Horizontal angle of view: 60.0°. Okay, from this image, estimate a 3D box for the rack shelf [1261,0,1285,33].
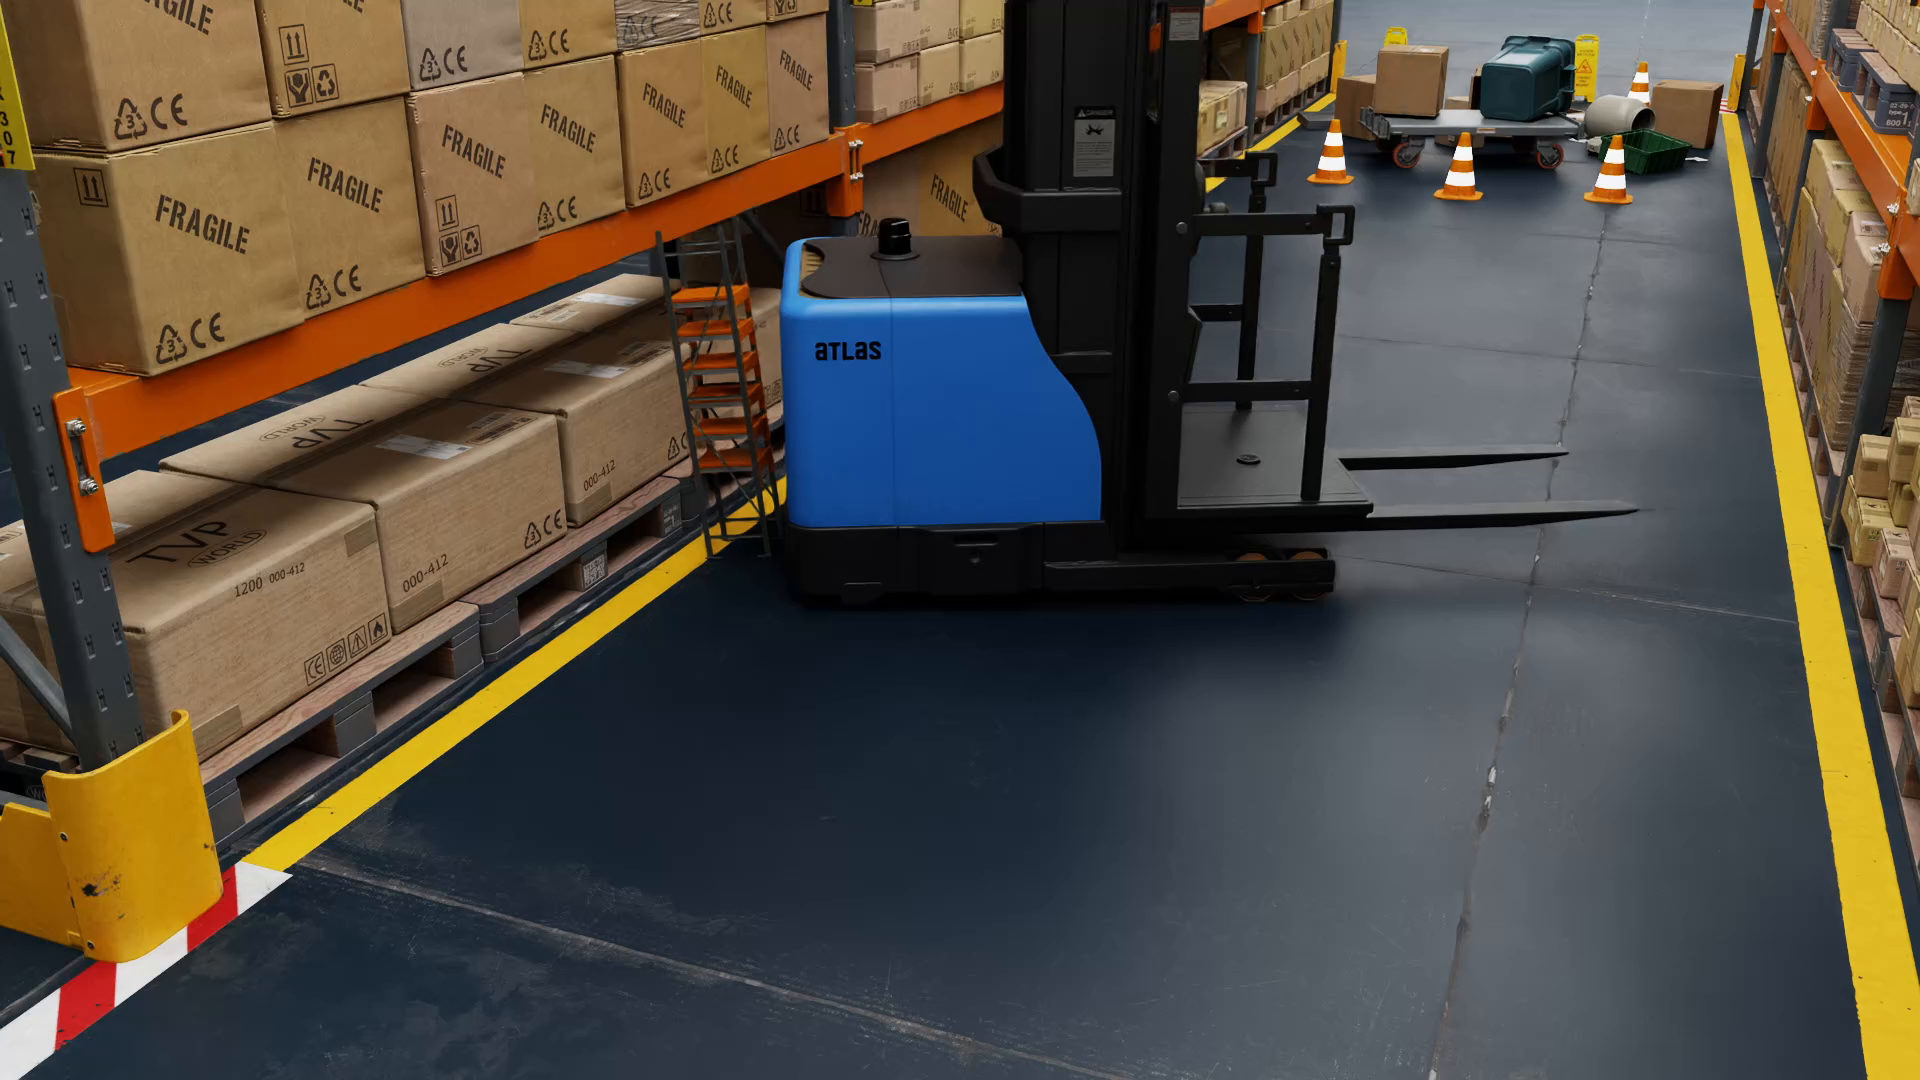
[{"bbox_3d":[2.792,-5.219,15.786,1.077,0.370,4.000,9,24,20],"label":"rack shelf"}]

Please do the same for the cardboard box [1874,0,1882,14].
[{"bbox_3d":[4.636,-2.609,7.999,0.380,0.149,0.250,8,24,18],"label":"cardboard box"}]

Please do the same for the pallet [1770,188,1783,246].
[{"bbox_3d":[6.015,-2.151,11.126,1.003,0.211,1.213,9,24,20],"label":"pallet"}]

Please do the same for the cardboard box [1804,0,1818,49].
[{"bbox_3d":[5.302,-3.155,9.783,0.500,0.500,0.500,9,24,20],"label":"cardboard box"}]

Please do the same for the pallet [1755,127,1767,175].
[{"bbox_3d":[7.038,-3.137,13.486,1.003,0.211,1.213,9,24,20],"label":"pallet"}]

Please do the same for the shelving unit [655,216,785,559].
[{"bbox_3d":[-0.846,-0.528,5.923,0.258,1.200,0.189,-2,20,11],"label":"shelving unit"}]

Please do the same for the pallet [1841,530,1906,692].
[{"bbox_3d":[3.495,0.232,5.420,1.003,0.211,1.213,9,24,20],"label":"pallet"}]

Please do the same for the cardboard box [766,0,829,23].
[{"bbox_3d":[-0.841,-2.272,6.370,0.500,0.500,0.500,9,24,20],"label":"cardboard box"}]

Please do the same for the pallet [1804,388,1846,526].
[{"bbox_3d":[3.999,-0.292,6.675,1.003,0.211,1.213,9,24,20],"label":"pallet"}]

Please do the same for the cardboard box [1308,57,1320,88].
[{"bbox_3d":[3.285,-4.680,16.584,0.500,0.250,0.500,9,24,20],"label":"cardboard box"}]

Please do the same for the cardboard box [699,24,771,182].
[{"bbox_3d":[-1.043,-1.631,6.134,0.500,0.500,0.500,8,24,19],"label":"cardboard box"}]

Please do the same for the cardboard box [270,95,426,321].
[{"bbox_3d":[-1.801,-0.903,4.390,0.500,0.500,0.500,8,24,19],"label":"cardboard box"}]

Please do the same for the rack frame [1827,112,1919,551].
[{"bbox_3d":[3.711,-1.300,5.470,1.000,3.000,0.127,9,24,20],"label":"rack frame"}]

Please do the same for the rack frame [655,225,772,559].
[{"bbox_3d":[-0.861,-0.496,5.839,0.240,1.200,0.006,-2,20,11],"label":"rack frame"}]

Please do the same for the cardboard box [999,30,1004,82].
[{"bbox_3d":[0.077,-2.567,8.698,0.500,0.250,0.500,8,24,19],"label":"cardboard box"}]

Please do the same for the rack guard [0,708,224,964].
[{"bbox_3d":[-2.417,0.621,4.115,1.175,0.500,0.348,9,24,20],"label":"rack guard"}]

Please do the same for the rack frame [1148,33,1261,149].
[{"bbox_3d":[2.050,-4.835,13.934,1.000,3.000,0.127,9,24,20],"label":"rack frame"}]

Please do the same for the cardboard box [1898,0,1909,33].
[{"bbox_3d":[4.258,-2.244,7.126,0.380,0.149,0.250,10,25,22],"label":"cardboard box"}]

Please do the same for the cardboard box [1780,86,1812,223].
[{"bbox_3d":[5.828,-2.405,10.491,1.050,0.750,0.750,9,24,21],"label":"cardboard box"}]

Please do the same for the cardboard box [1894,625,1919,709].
[{"bbox_3d":[2.833,0.376,4.612,0.380,0.149,0.250,8,24,19],"label":"cardboard box"}]

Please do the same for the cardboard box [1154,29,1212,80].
[{"bbox_3d":[2.020,-4.357,14.838,0.500,0.500,0.500,8,24,19],"label":"cardboard box"}]

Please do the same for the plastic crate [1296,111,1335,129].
[{"bbox_3d":[3.394,-3.933,15.561,0.402,0.080,0.583,1,23,2],"label":"plastic crate"}]

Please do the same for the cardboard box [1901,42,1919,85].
[{"bbox_3d":[4.057,-1.920,6.737,0.380,0.149,0.250,8,24,18],"label":"cardboard box"}]

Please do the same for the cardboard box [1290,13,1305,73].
[{"bbox_3d":[2.901,-4.657,15.558,0.500,0.500,0.500,10,25,23],"label":"cardboard box"}]

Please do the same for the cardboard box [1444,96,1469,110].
[{"bbox_3d":[4.924,-4.193,16.096,0.250,0.149,0.380,-17,28,-35],"label":"cardboard box"}]

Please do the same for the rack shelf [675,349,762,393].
[{"bbox_3d":[-0.854,-0.599,5.898,0.258,0.103,0.180,-2,20,11],"label":"rack shelf"}]

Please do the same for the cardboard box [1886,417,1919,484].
[{"bbox_3d":[3.234,-0.269,5.385,0.380,0.149,0.250,10,25,23],"label":"cardboard box"}]

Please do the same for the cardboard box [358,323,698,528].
[{"bbox_3d":[-1.587,-0.454,6.225,0.875,0.438,0.875,8,24,18],"label":"cardboard box"}]

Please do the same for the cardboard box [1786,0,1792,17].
[{"bbox_3d":[6.051,-3.879,11.514,0.500,0.500,0.500,9,24,20],"label":"cardboard box"}]

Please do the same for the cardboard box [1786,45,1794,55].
[{"bbox_3d":[6.981,-3.591,13.168,0.875,0.875,0.875,9,24,21],"label":"cardboard box"}]

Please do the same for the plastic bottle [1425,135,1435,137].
[{"bbox_3d":[4.270,-3.673,14.963,0.133,0.061,0.283,13,26,29],"label":"plastic bottle"}]

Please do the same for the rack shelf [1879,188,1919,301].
[{"bbox_3d":[2.968,-0.252,3.896,1.077,0.370,4.000,9,24,20],"label":"rack shelf"}]

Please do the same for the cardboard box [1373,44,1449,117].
[{"bbox_3d":[3.713,-3.787,13.686,0.500,0.500,0.500,9,24,20],"label":"cardboard box"}]

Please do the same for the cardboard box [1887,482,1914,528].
[{"bbox_3d":[3.269,-0.128,5.433,0.380,0.149,0.250,9,24,20],"label":"cardboard box"}]

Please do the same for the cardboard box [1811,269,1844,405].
[{"bbox_3d":[3.943,-0.825,7.031,0.500,0.500,0.500,8,24,19],"label":"cardboard box"}]

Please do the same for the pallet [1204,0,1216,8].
[{"bbox_3d":[1.261,-4.030,12.254,1.003,0.211,1.213,9,24,20],"label":"pallet"}]

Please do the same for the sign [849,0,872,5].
[{"bbox_3d":[-0.406,-2.330,6.709,0.100,0.325,0.005,9,24,20],"label":"sign"}]

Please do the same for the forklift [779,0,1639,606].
[{"bbox_3d":[0.888,-1.340,5.655,3.031,2.935,1.130,-2,23,-4],"label":"forklift"}]

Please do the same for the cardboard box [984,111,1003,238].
[{"bbox_3d":[-0.105,-2.063,9.510,0.875,0.875,0.875,9,24,21],"label":"cardboard box"}]

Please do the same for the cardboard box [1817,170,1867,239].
[{"bbox_3d":[4.332,-1.549,7.792,0.500,0.250,0.500,9,24,20],"label":"cardboard box"}]

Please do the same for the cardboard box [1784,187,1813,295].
[{"bbox_3d":[4.698,-1.555,8.780,0.500,0.500,0.500,8,24,18],"label":"cardboard box"}]

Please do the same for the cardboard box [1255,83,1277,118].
[{"bbox_3d":[2.519,-3.933,14.796,0.500,0.250,0.500,8,24,18],"label":"cardboard box"}]

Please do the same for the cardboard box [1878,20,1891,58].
[{"bbox_3d":[4.448,-2.293,7.629,0.380,0.149,0.250,10,25,22],"label":"cardboard box"}]

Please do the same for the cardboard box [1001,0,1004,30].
[{"bbox_3d":[0.069,-2.800,8.607,0.500,0.250,0.500,8,24,18],"label":"cardboard box"}]

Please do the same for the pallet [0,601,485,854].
[{"bbox_3d":[-2.184,0.448,4.903,1.003,0.211,1.213,9,24,20],"label":"pallet"}]

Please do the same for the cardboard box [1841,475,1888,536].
[{"bbox_3d":[3.278,-0.094,5.737,0.380,0.149,0.250,8,24,18],"label":"cardboard box"}]

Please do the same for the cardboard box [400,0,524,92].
[{"bbox_3d":[-1.596,-1.551,4.644,0.500,0.500,0.500,9,24,20],"label":"cardboard box"}]

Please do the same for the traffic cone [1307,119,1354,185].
[{"bbox_3d":[2.889,-3.021,12.881,0.336,0.463,0.334,9,24,20],"label":"traffic cone"}]

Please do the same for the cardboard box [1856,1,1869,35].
[{"bbox_3d":[4.843,-2.678,8.551,0.380,0.149,0.250,8,24,19],"label":"cardboard box"}]

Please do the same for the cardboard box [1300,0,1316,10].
[{"bbox_3d":[3.210,-5.189,15.988,0.380,0.149,0.250,10,25,22],"label":"cardboard box"}]
